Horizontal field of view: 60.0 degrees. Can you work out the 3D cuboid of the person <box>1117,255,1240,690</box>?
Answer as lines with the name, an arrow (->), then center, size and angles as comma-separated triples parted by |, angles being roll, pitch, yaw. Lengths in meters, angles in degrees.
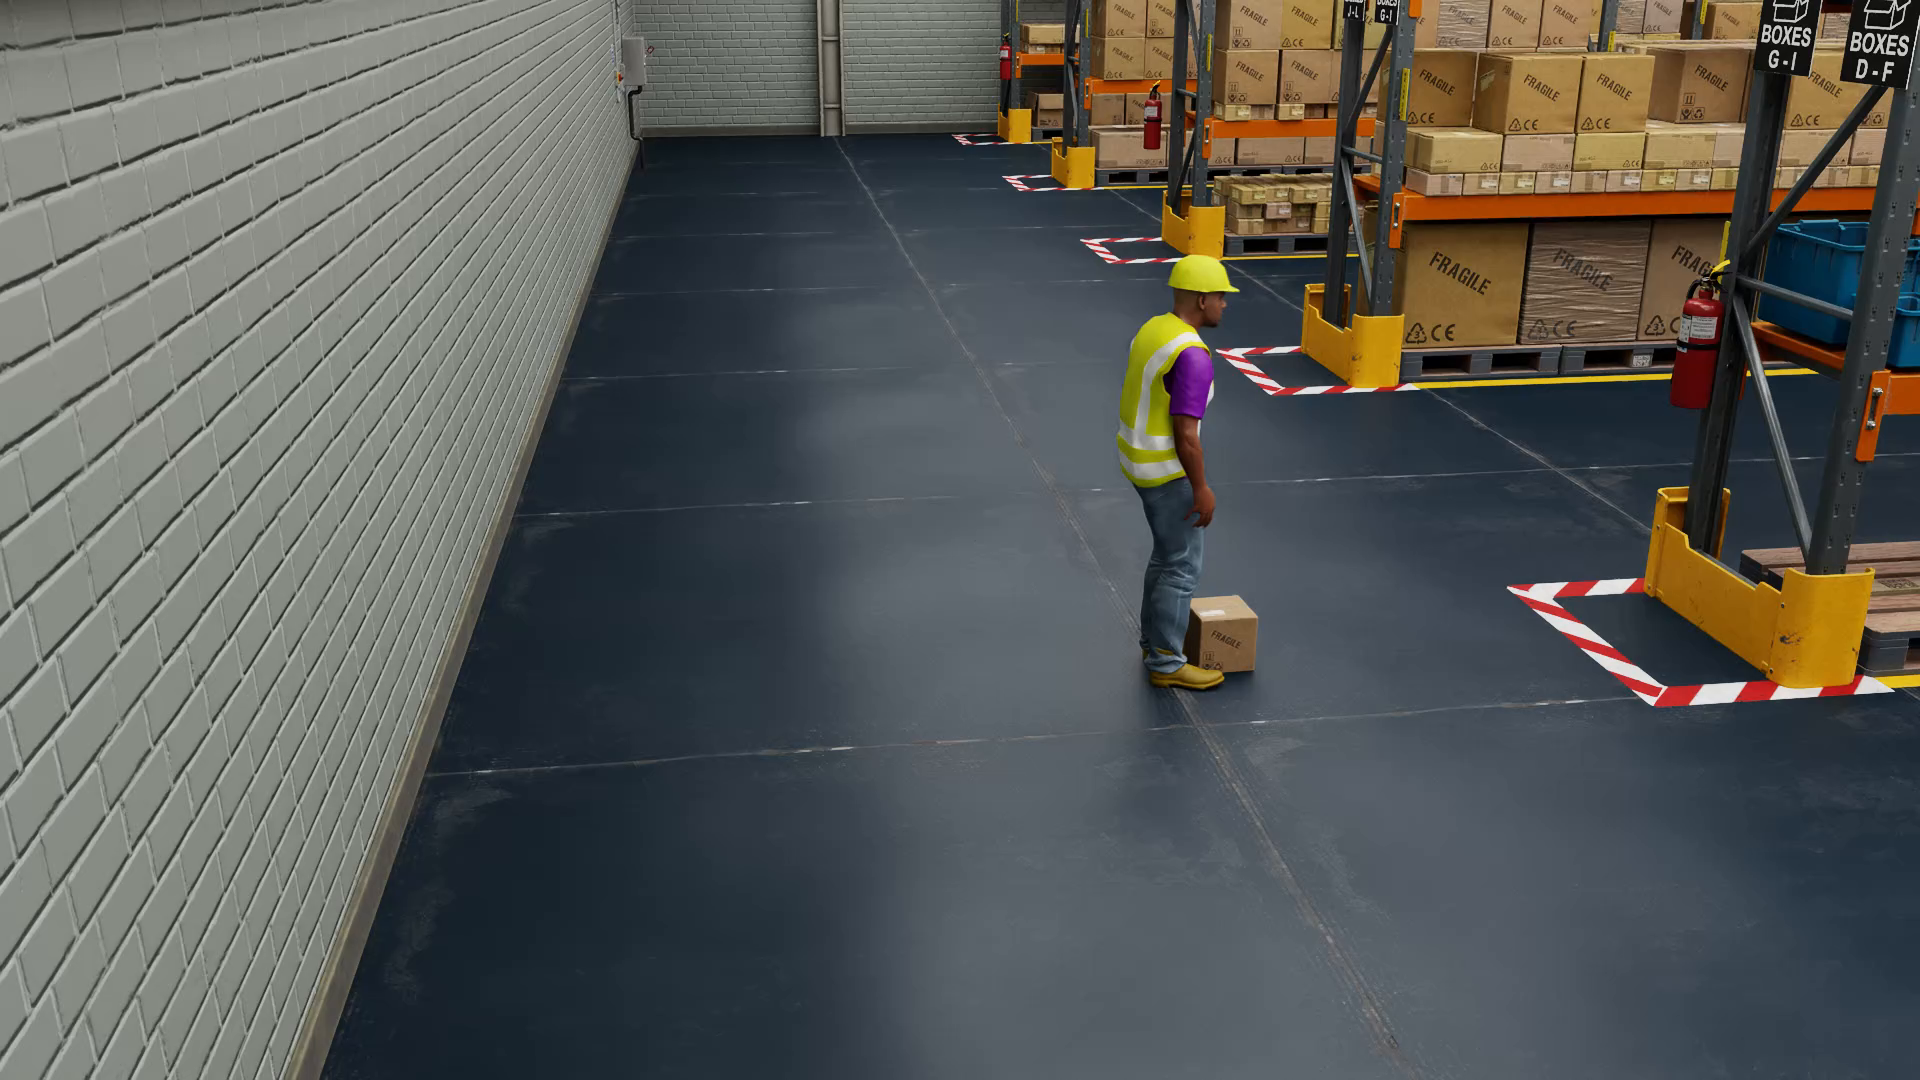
person -> 0.893, -0.290, 6.847 | 0.461, 1.760, 0.636 | -3, 20, -9
